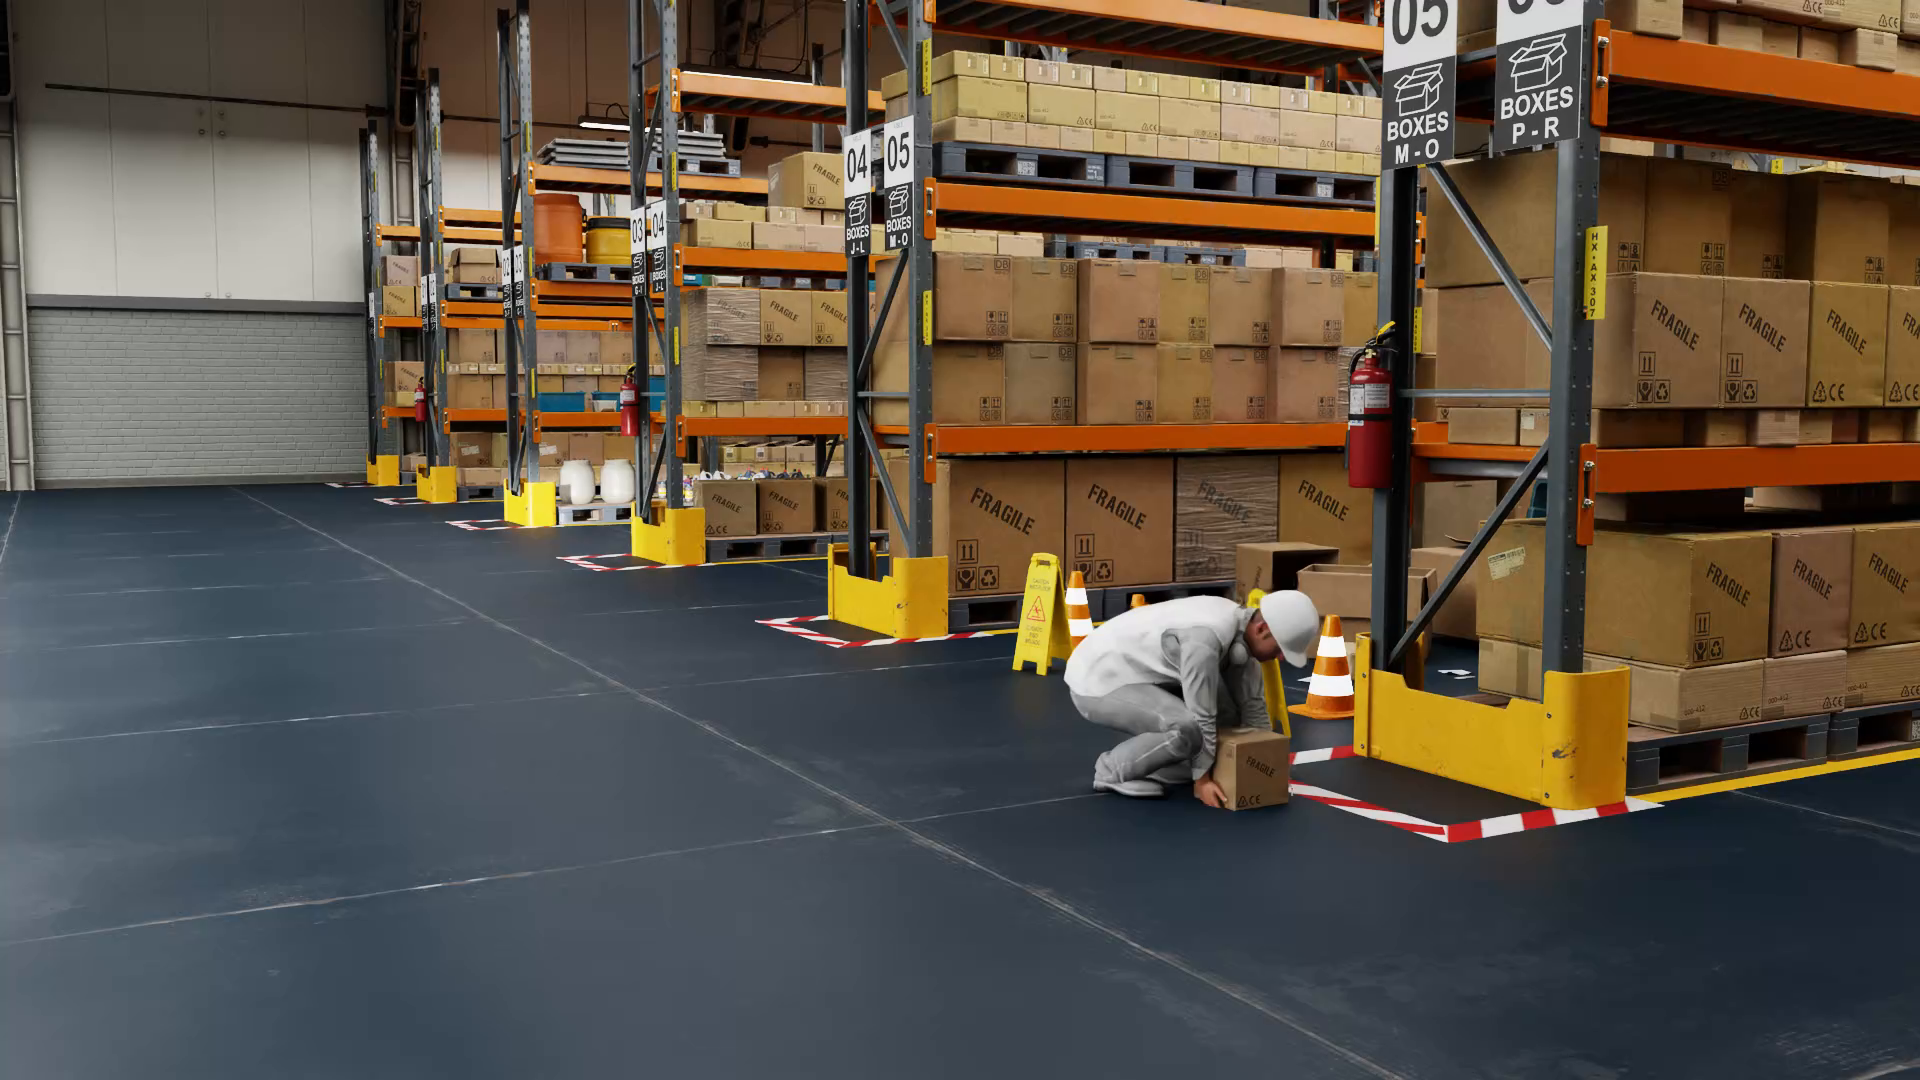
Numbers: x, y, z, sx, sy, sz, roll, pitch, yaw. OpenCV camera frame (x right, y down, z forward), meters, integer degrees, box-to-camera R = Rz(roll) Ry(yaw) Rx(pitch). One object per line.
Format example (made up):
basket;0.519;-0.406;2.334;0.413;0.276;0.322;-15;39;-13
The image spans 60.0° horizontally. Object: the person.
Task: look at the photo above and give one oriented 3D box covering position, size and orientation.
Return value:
person;0.872;0.601;6.270;0.951;0.867;0.527;3;6;33
